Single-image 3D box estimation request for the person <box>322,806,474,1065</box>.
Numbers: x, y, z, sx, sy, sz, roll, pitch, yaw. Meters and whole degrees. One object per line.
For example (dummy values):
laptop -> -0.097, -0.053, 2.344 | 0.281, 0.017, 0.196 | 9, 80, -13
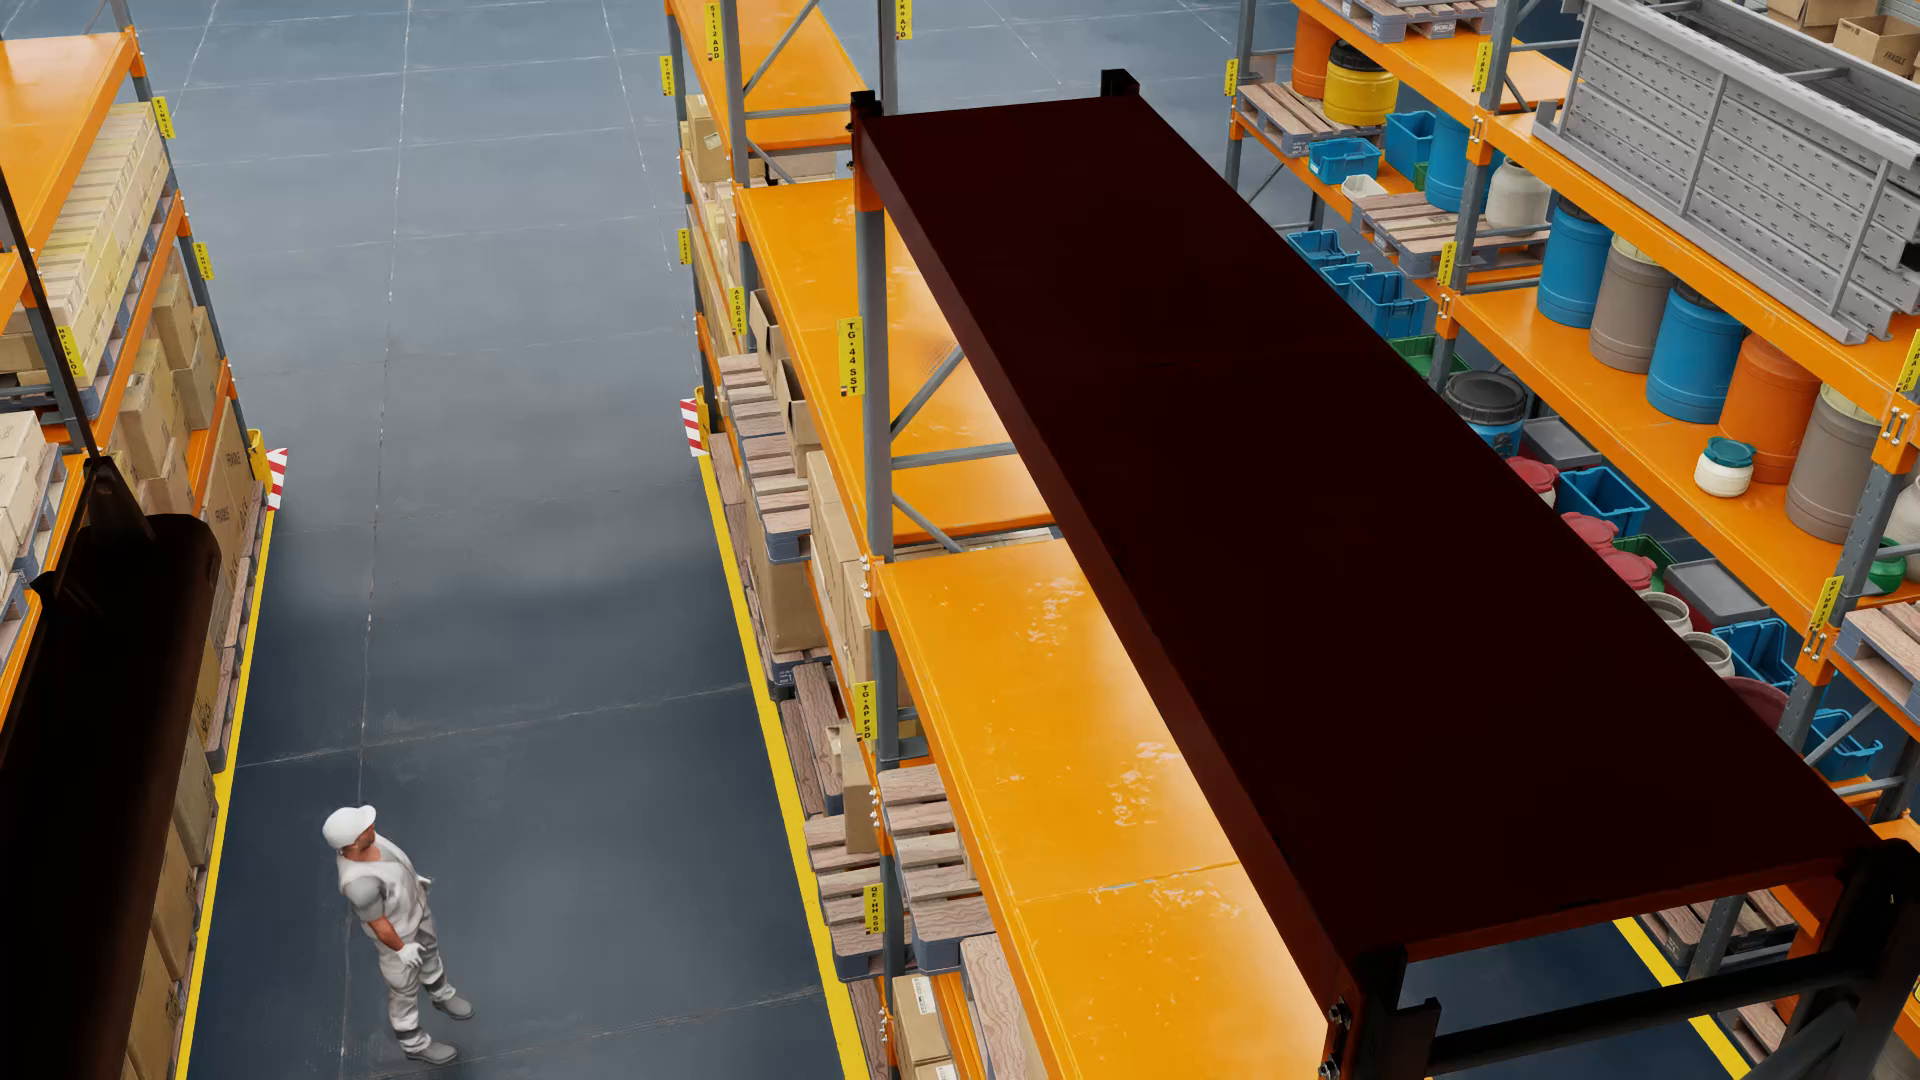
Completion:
person -> -3.063, 2.077, 9.126 | 0.493, 1.782, 0.630 | -1, 34, -1
